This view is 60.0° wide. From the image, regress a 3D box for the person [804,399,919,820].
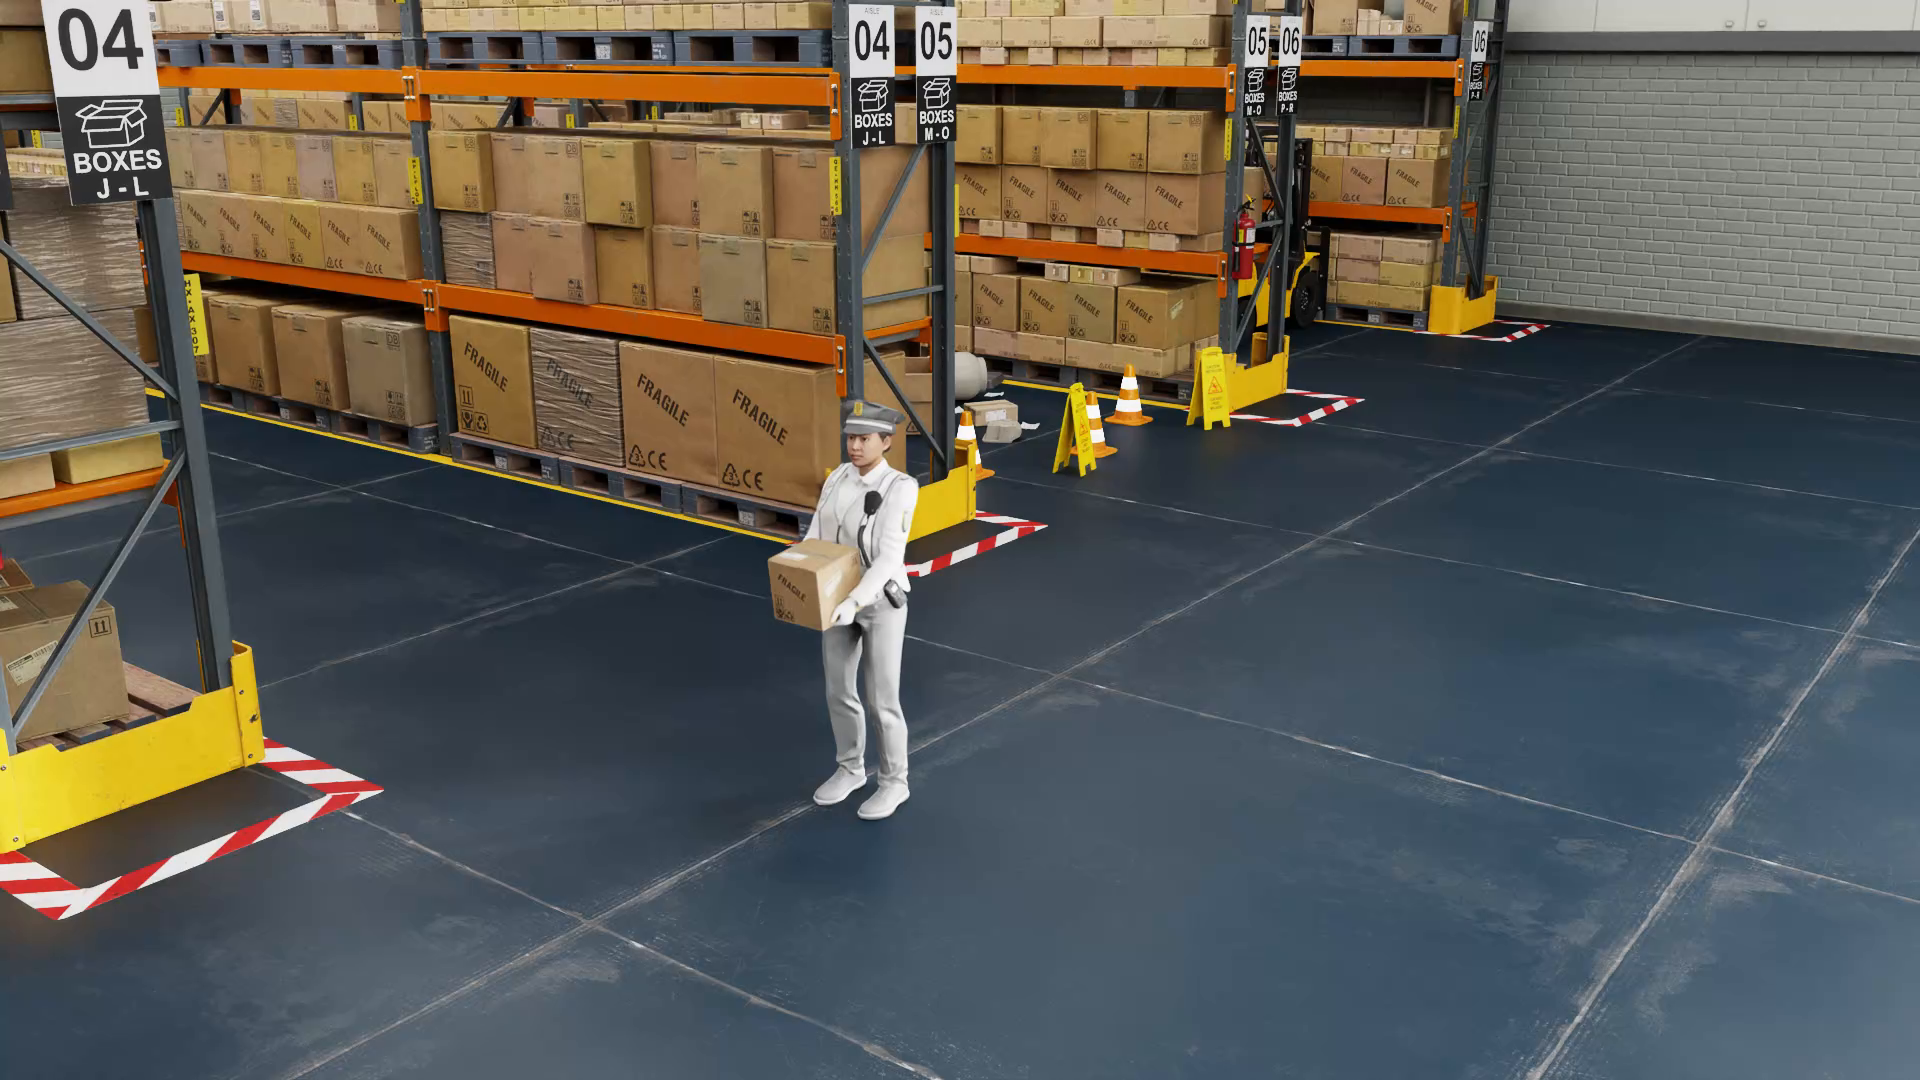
[{"bbox_3d":[-0.433,0.278,6.572,0.460,1.689,0.536,12,21,35],"label":"person"}]
